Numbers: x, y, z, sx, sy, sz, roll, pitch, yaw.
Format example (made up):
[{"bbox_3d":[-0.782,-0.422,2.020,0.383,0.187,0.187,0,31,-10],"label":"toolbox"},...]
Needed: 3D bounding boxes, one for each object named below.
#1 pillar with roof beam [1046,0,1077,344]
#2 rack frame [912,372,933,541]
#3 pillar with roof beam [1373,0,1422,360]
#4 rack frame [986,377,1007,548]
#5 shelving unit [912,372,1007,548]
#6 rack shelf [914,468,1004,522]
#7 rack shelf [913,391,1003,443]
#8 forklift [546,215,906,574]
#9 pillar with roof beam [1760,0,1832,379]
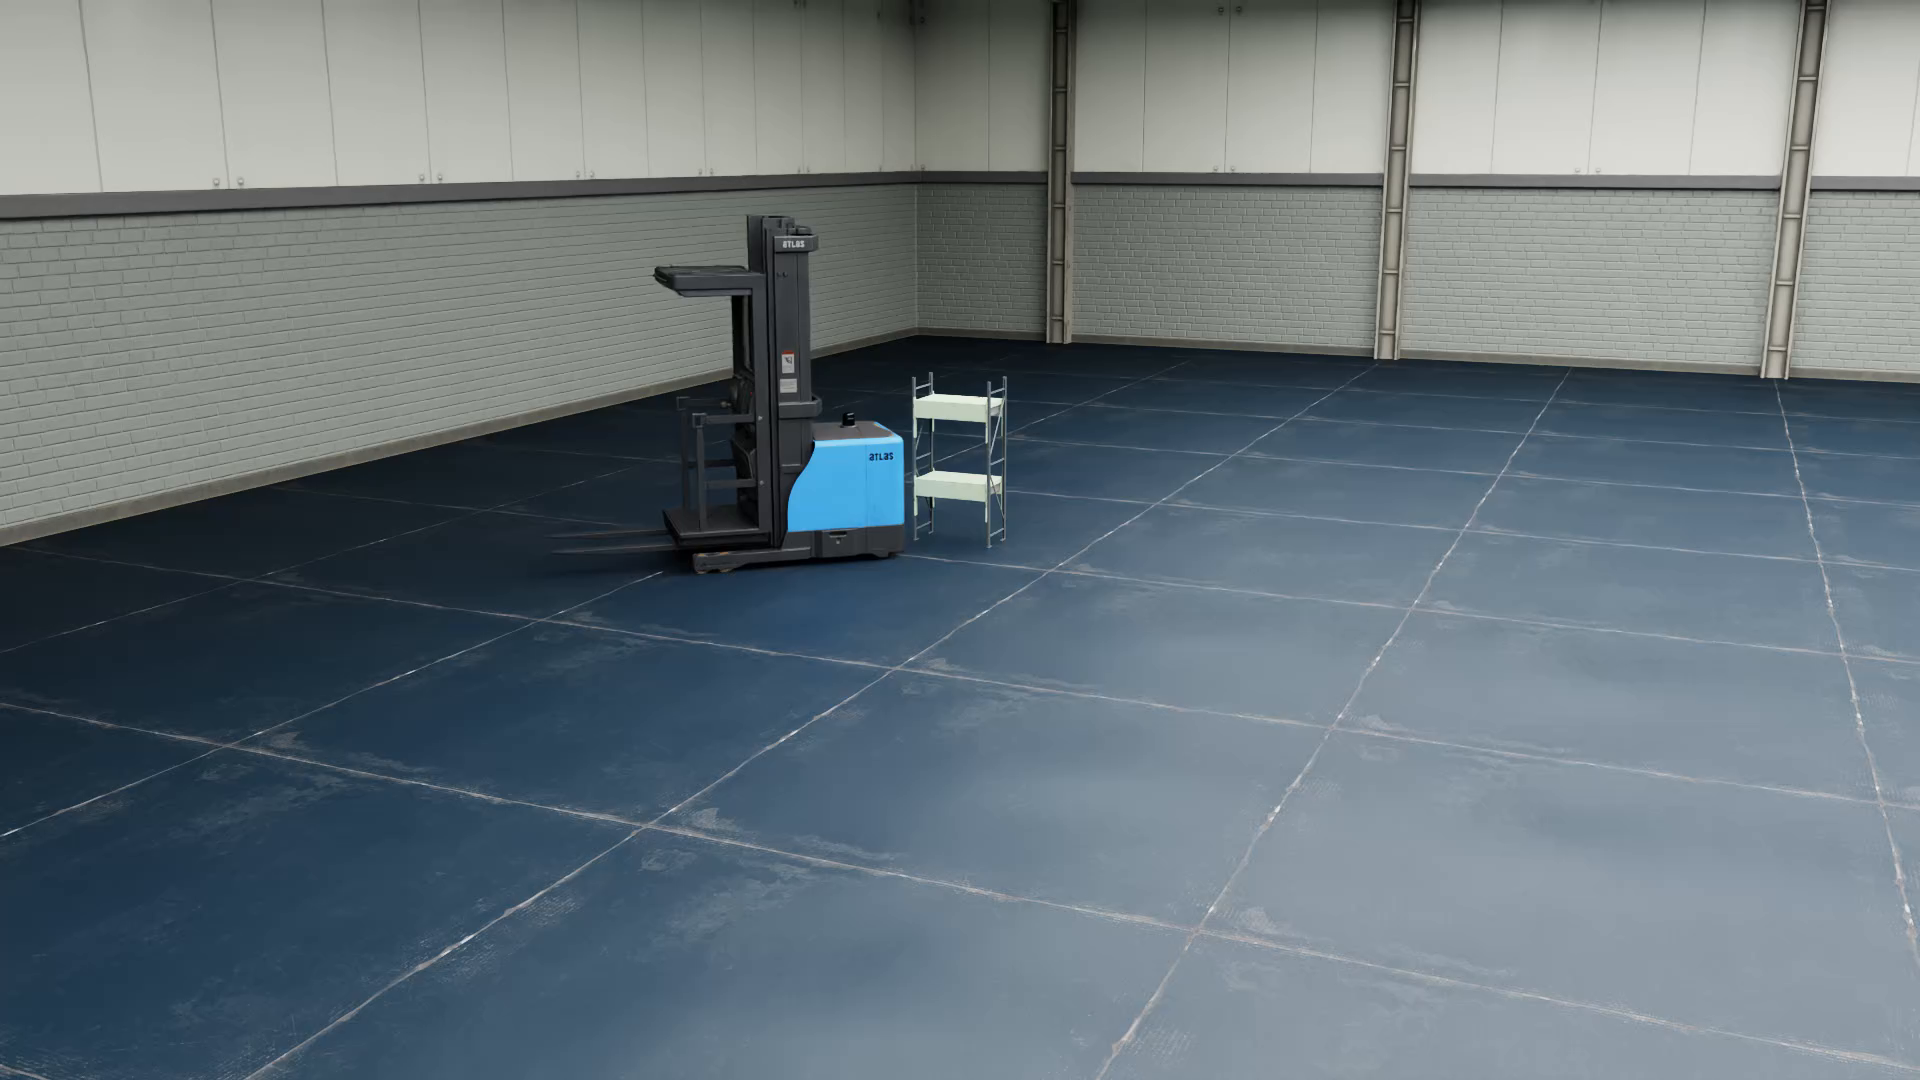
[{"bbox_3d":[0.096,-7.155,26.045,0.548,9.000,9.100,6,14,23],"label":"pillar with roof beam"},{"bbox_3d":[-0.341,-0.765,15.226,0.023,1.500,0.400,6,14,23],"label":"rack frame"},{"bbox_3d":[5.582,-6.600,23.679,0.400,9.000,9.100,6,14,23],"label":"pillar with roof beam"},{"bbox_3d":[0.329,-0.697,14.937,0.023,1.500,0.400,6,14,23],"label":"rack frame"},{"bbox_3d":[-0.006,-0.731,15.081,0.755,1.500,0.431,6,14,23],"label":"shelving unit"},{"bbox_3d":[-0.006,-0.413,15.156,0.720,0.370,0.431,6,14,23],"label":"rack shelf"},{"bbox_3d":[-0.006,-1.111,14.992,0.720,0.370,0.431,6,14,23],"label":"rack shelf"},{"bbox_3d":[-2.052,-1.276,14.273,3.031,2.935,1.130,-4,14,-17],"label":"forklift"},{"bbox_3d":[11.067,-6.045,21.313,0.400,9.000,9.100,6,14,23],"label":"pillar with roof beam"}]
